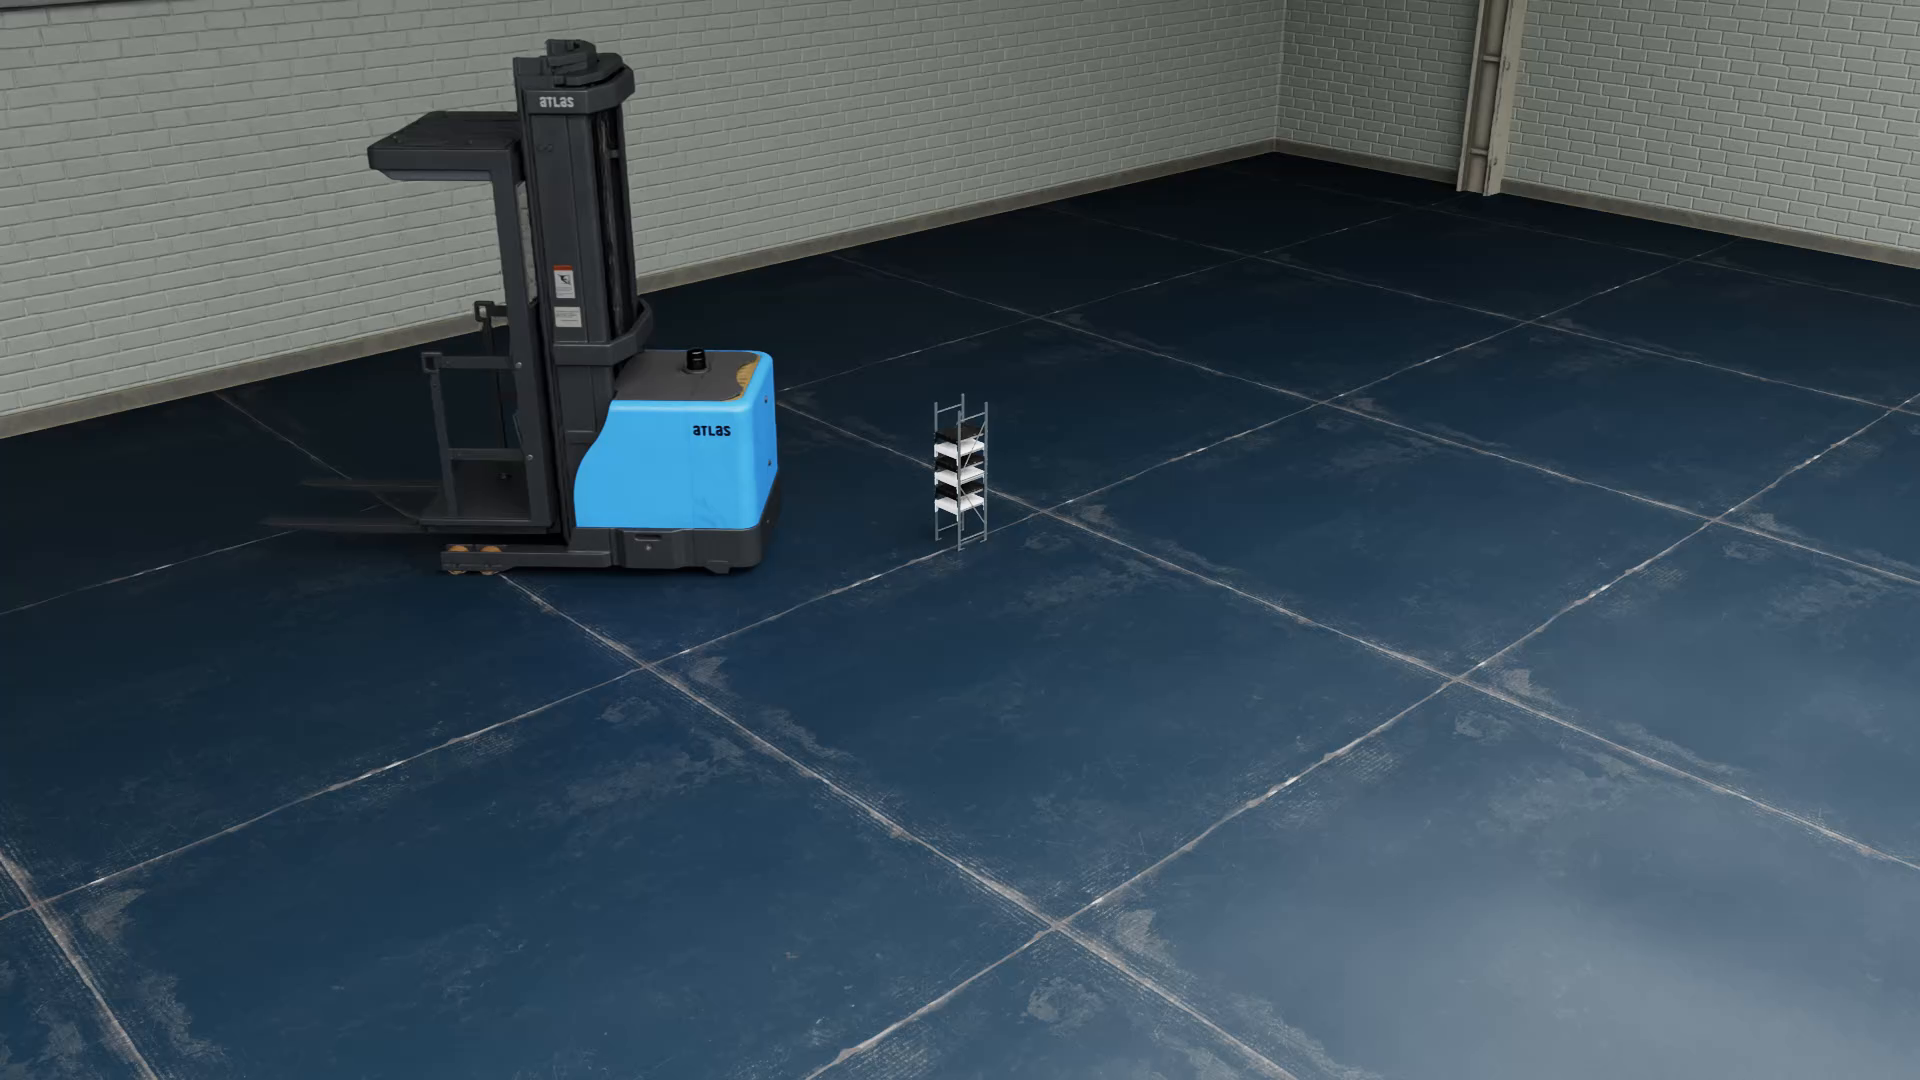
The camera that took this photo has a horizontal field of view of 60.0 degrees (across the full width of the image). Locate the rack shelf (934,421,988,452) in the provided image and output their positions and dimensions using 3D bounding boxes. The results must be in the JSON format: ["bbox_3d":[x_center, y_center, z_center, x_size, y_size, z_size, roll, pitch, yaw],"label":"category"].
[{"bbox_3d":[0.006,-0.622,9.960,0.258,0.077,0.200,-21,32,-38],"label":"rack shelf"}]

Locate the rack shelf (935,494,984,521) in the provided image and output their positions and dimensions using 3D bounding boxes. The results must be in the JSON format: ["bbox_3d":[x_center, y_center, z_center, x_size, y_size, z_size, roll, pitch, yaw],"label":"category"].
[{"bbox_3d":[0.006,-0.213,10.146,0.258,0.077,0.200,-21,32,-38],"label":"rack shelf"}]

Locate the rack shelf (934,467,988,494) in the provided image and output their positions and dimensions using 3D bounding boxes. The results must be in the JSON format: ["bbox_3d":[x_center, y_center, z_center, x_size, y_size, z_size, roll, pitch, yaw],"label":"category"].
[{"bbox_3d":[0.006,-0.377,10.072,0.258,0.077,0.200,-21,32,-38],"label":"rack shelf"}]

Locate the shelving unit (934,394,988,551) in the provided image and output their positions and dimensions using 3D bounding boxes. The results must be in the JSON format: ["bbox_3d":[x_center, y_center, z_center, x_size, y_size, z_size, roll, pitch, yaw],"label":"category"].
[{"bbox_3d":[0.006,-0.407,10.058,0.258,0.900,0.210,-21,32,-38],"label":"shelving unit"}]

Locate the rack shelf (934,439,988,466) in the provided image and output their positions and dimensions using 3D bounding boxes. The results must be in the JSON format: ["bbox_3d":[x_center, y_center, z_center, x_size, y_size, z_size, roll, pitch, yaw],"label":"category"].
[{"bbox_3d":[0.006,-0.540,9.997,0.258,0.077,0.200,-21,32,-38],"label":"rack shelf"}]

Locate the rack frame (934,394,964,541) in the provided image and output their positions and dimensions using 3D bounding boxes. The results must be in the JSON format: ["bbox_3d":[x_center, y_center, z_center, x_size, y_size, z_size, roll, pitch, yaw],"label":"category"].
[{"bbox_3d":[-0.064,-0.438,10.125,0.240,0.900,0.006,-21,32,-38],"label":"rack frame"}]

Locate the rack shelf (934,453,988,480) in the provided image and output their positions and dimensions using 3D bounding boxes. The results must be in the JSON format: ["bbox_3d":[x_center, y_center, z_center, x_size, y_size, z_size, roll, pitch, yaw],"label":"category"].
[{"bbox_3d":[0.006,-0.459,10.034,0.258,0.077,0.200,-21,32,-38],"label":"rack shelf"}]

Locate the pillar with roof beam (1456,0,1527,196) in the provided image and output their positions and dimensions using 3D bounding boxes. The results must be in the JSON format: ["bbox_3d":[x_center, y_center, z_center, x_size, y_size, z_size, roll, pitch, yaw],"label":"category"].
[{"bbox_3d":[2.772,-6.852,14.427,9.100,9.000,0.400,-21,32,-38],"label":"pillar with roof beam"}]

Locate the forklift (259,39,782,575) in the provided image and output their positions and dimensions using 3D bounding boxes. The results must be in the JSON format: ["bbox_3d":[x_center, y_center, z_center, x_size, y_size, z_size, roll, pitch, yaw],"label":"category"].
[{"bbox_3d":[-2.664,-1.346,9.668,3.031,2.935,1.130,1,25,2],"label":"forklift"}]

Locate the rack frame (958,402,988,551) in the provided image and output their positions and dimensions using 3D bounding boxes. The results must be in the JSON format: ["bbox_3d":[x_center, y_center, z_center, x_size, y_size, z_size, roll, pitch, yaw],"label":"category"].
[{"bbox_3d":[0.075,-0.376,9.990,0.240,0.900,0.006,-21,32,-38],"label":"rack frame"}]

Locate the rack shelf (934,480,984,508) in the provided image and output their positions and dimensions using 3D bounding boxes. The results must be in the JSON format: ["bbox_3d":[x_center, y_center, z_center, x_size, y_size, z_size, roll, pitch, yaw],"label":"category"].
[{"bbox_3d":[0.006,-0.295,10.109,0.258,0.077,0.200,-21,32,-38],"label":"rack shelf"}]
